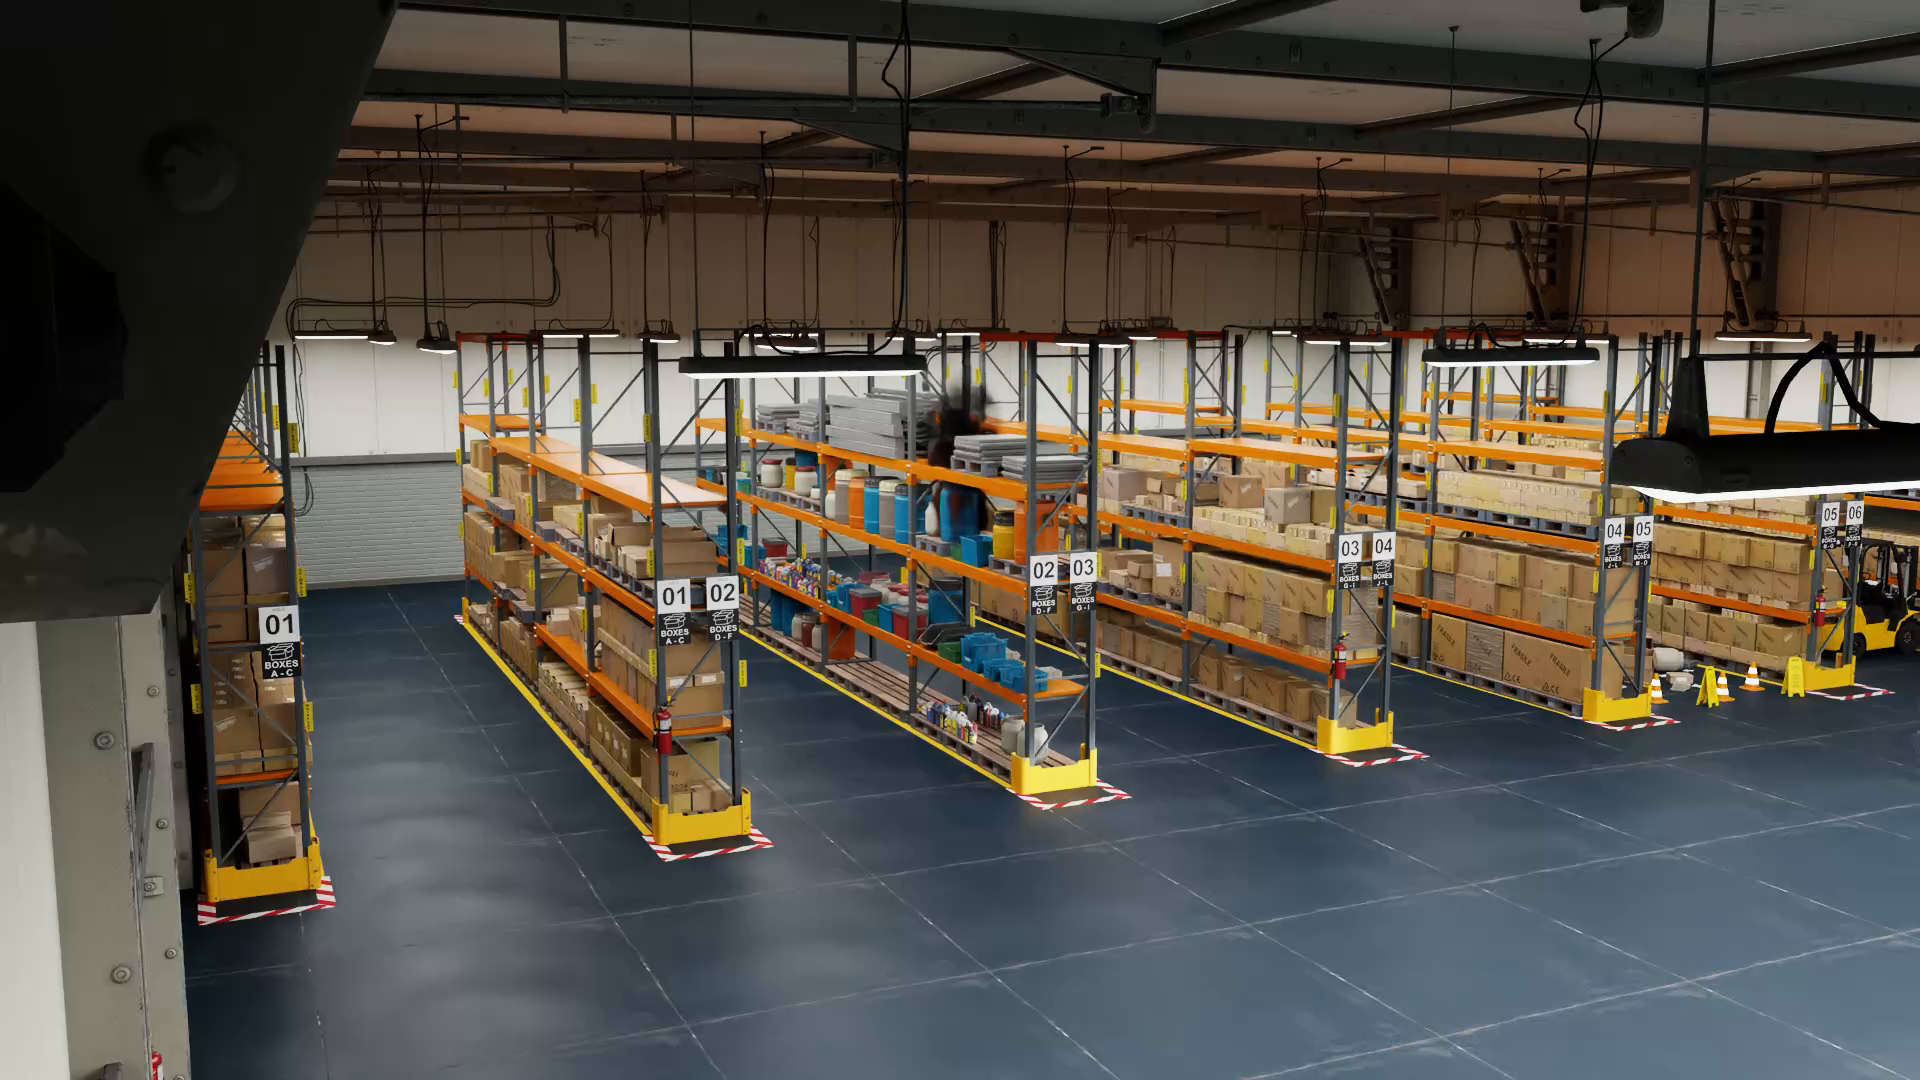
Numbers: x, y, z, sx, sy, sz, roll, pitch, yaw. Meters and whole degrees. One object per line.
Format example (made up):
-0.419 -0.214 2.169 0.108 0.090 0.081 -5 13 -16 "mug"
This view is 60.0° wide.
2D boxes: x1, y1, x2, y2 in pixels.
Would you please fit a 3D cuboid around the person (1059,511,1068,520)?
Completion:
2.362 -0.047 41.435 0.695 1.652 0.706 -4 9 -27 "person"

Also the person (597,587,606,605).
-7.228 0.906 33.770 0.724 1.841 0.831 -6 10 -36 "person"
